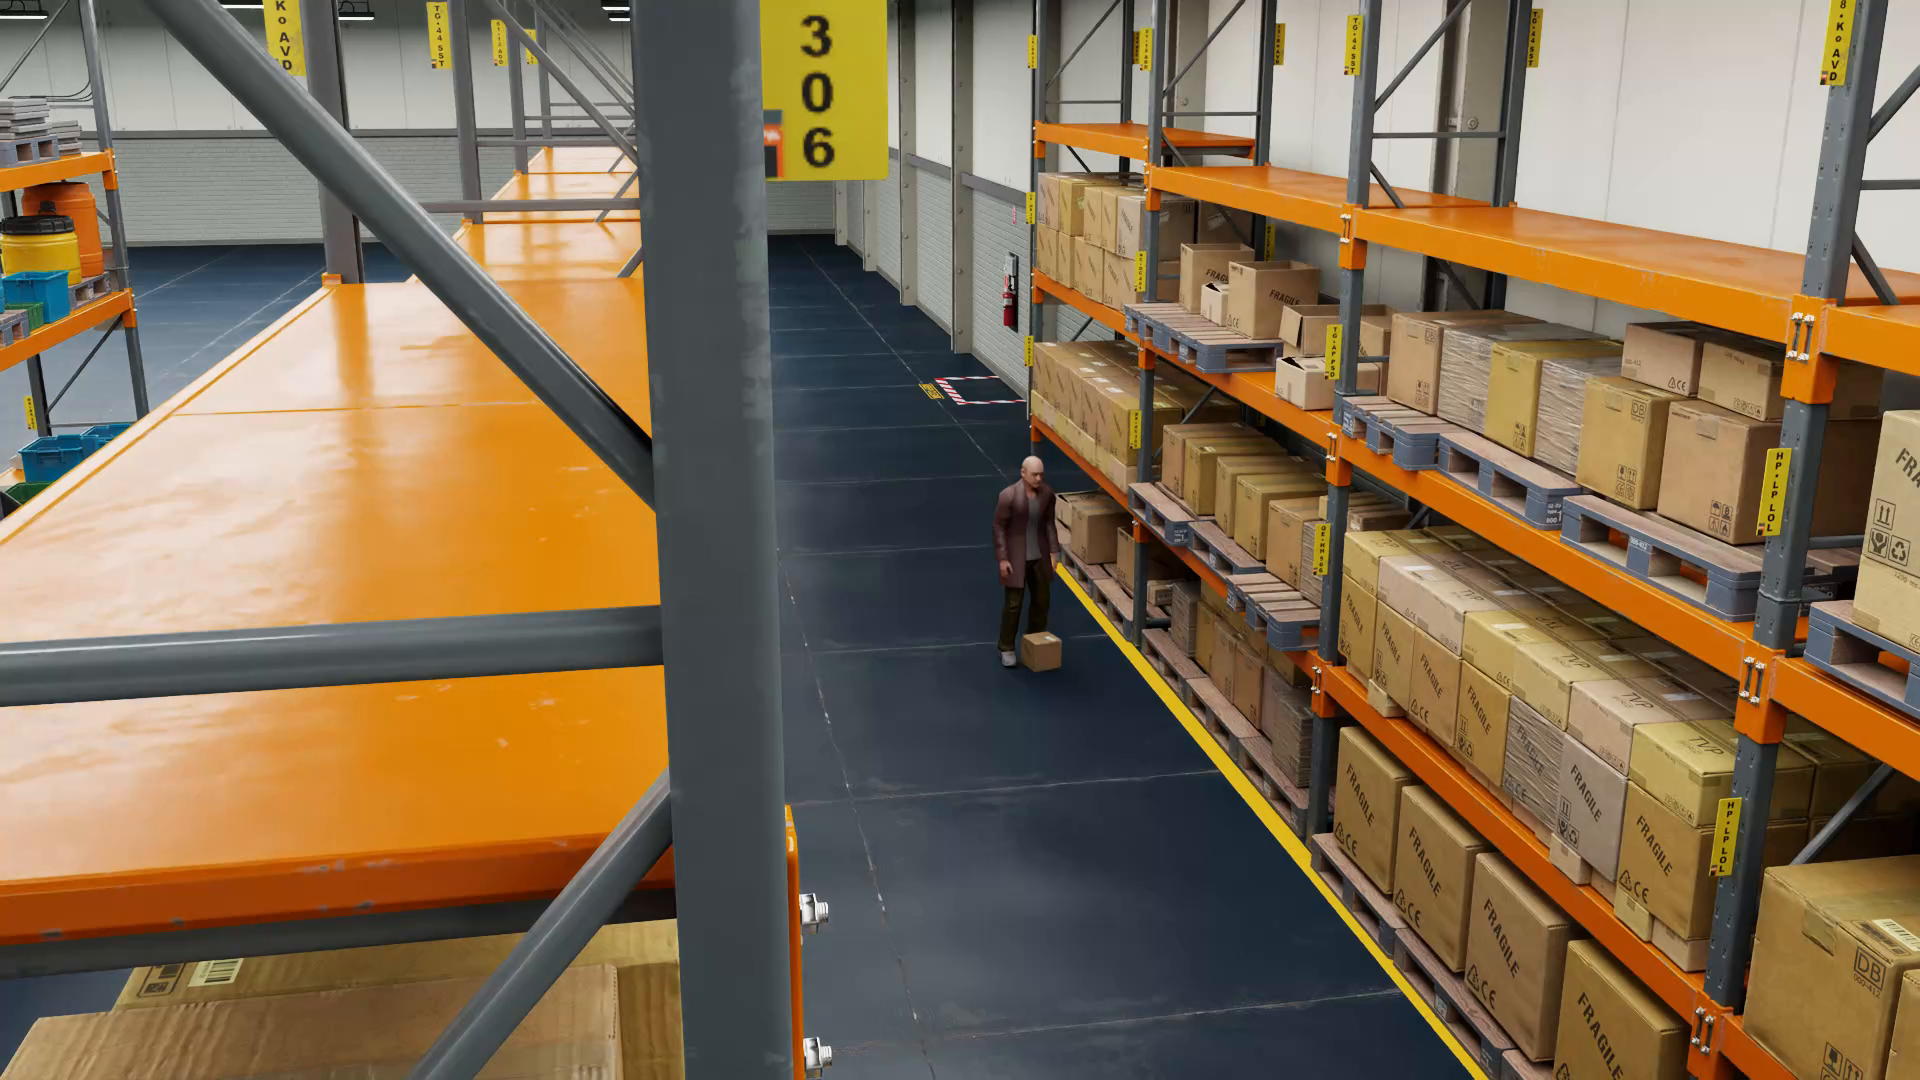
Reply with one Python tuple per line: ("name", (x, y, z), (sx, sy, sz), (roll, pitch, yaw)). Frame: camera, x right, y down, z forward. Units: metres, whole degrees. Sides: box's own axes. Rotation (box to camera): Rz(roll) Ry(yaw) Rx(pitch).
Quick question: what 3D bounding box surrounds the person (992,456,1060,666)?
("person", (0.568, 0.153, 14.030), (0.622, 1.774, 0.426), (-8, 18, -26))
